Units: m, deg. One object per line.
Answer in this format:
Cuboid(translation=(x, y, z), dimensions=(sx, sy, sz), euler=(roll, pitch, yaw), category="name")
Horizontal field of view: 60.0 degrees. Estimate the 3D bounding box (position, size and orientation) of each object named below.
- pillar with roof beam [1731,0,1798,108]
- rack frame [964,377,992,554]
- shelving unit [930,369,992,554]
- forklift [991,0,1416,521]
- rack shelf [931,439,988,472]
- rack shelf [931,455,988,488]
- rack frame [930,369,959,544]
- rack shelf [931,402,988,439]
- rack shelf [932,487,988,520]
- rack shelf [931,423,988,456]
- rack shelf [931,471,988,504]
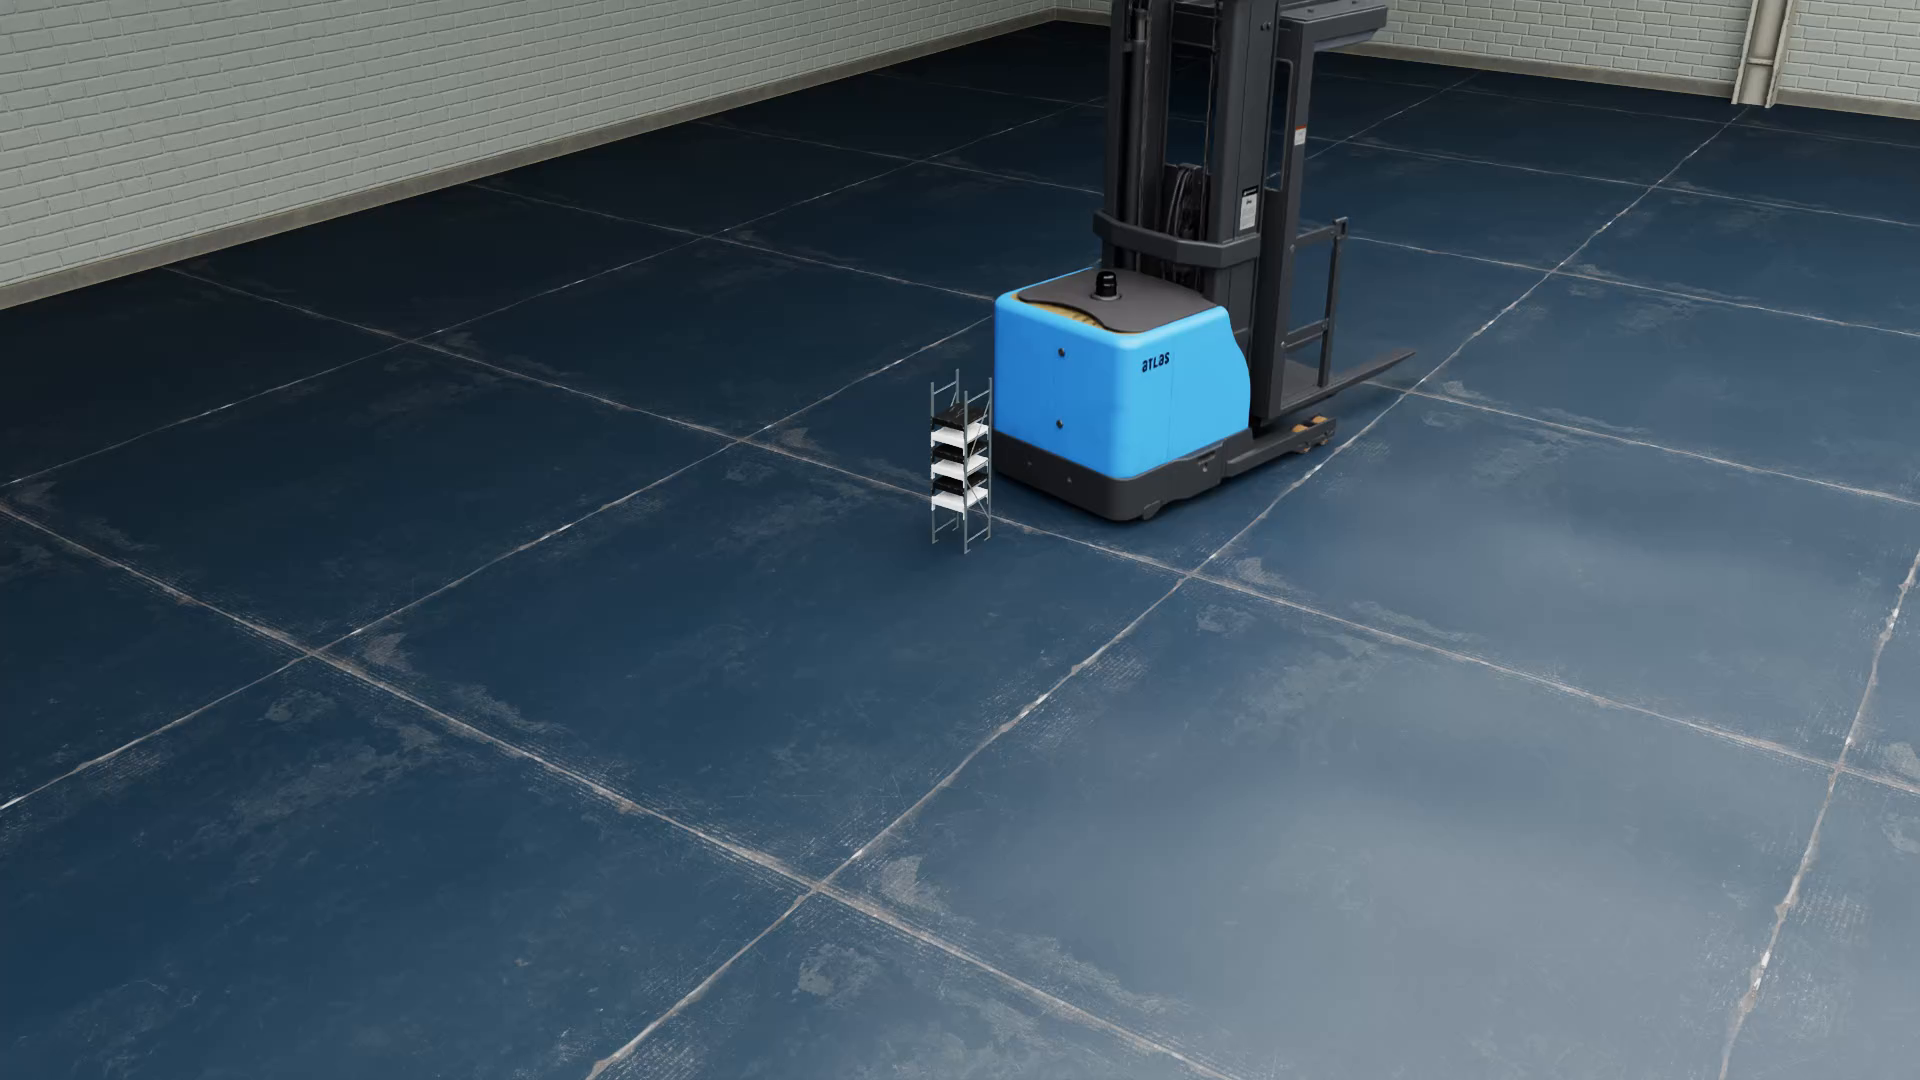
Cuboid(translation=(6.191, -7.153, 12.884), dimensions=(0.400, 9.000, 9.100), euler=(17, 32, 30), category="pillar with roof beam")
Cuboid(translation=(0.090, -0.373, 8.490), dimensions=(0.006, 0.900, 0.240), euler=(17, 32, 30), category="rack frame")
Cuboid(translation=(0.007, -0.399, 8.542), dimensions=(0.210, 0.900, 0.258), euler=(17, 32, 30), category="shelving unit")
Cuboid(translation=(1.591, -1.966, 9.381), dimensions=(3.031, 2.935, 1.130), euler=(-23, 35, -38), category="forklift")
Cuboid(translation=(0.007, -0.449, 8.516), dimensions=(0.200, 0.077, 0.258), euler=(17, 32, 30), category="rack shelf")
Cuboid(translation=(0.007, -0.369, 8.557), dimensions=(0.200, 0.077, 0.258), euler=(17, 32, 30), category="rack shelf")
Cuboid(translation=(-0.077, -0.425, 8.593), dimensions=(0.006, 0.900, 0.240), euler=(17, 32, 30), category="rack frame")
Cuboid(translation=(0.007, -0.610, 8.434), dimensions=(0.200, 0.077, 0.258), euler=(17, 32, 30), category="rack shelf")
Cuboid(translation=(0.007, -0.209, 8.639), dimensions=(0.200, 0.077, 0.258), euler=(17, 32, 30), category="rack shelf")
Cuboid(translation=(0.007, -0.530, 8.475), dimensions=(0.200, 0.077, 0.258), euler=(17, 32, 30), category="rack shelf")
Cuboid(translation=(0.007, -0.289, 8.598), dimensions=(0.200, 0.077, 0.258), euler=(17, 32, 30), category="rack shelf")
